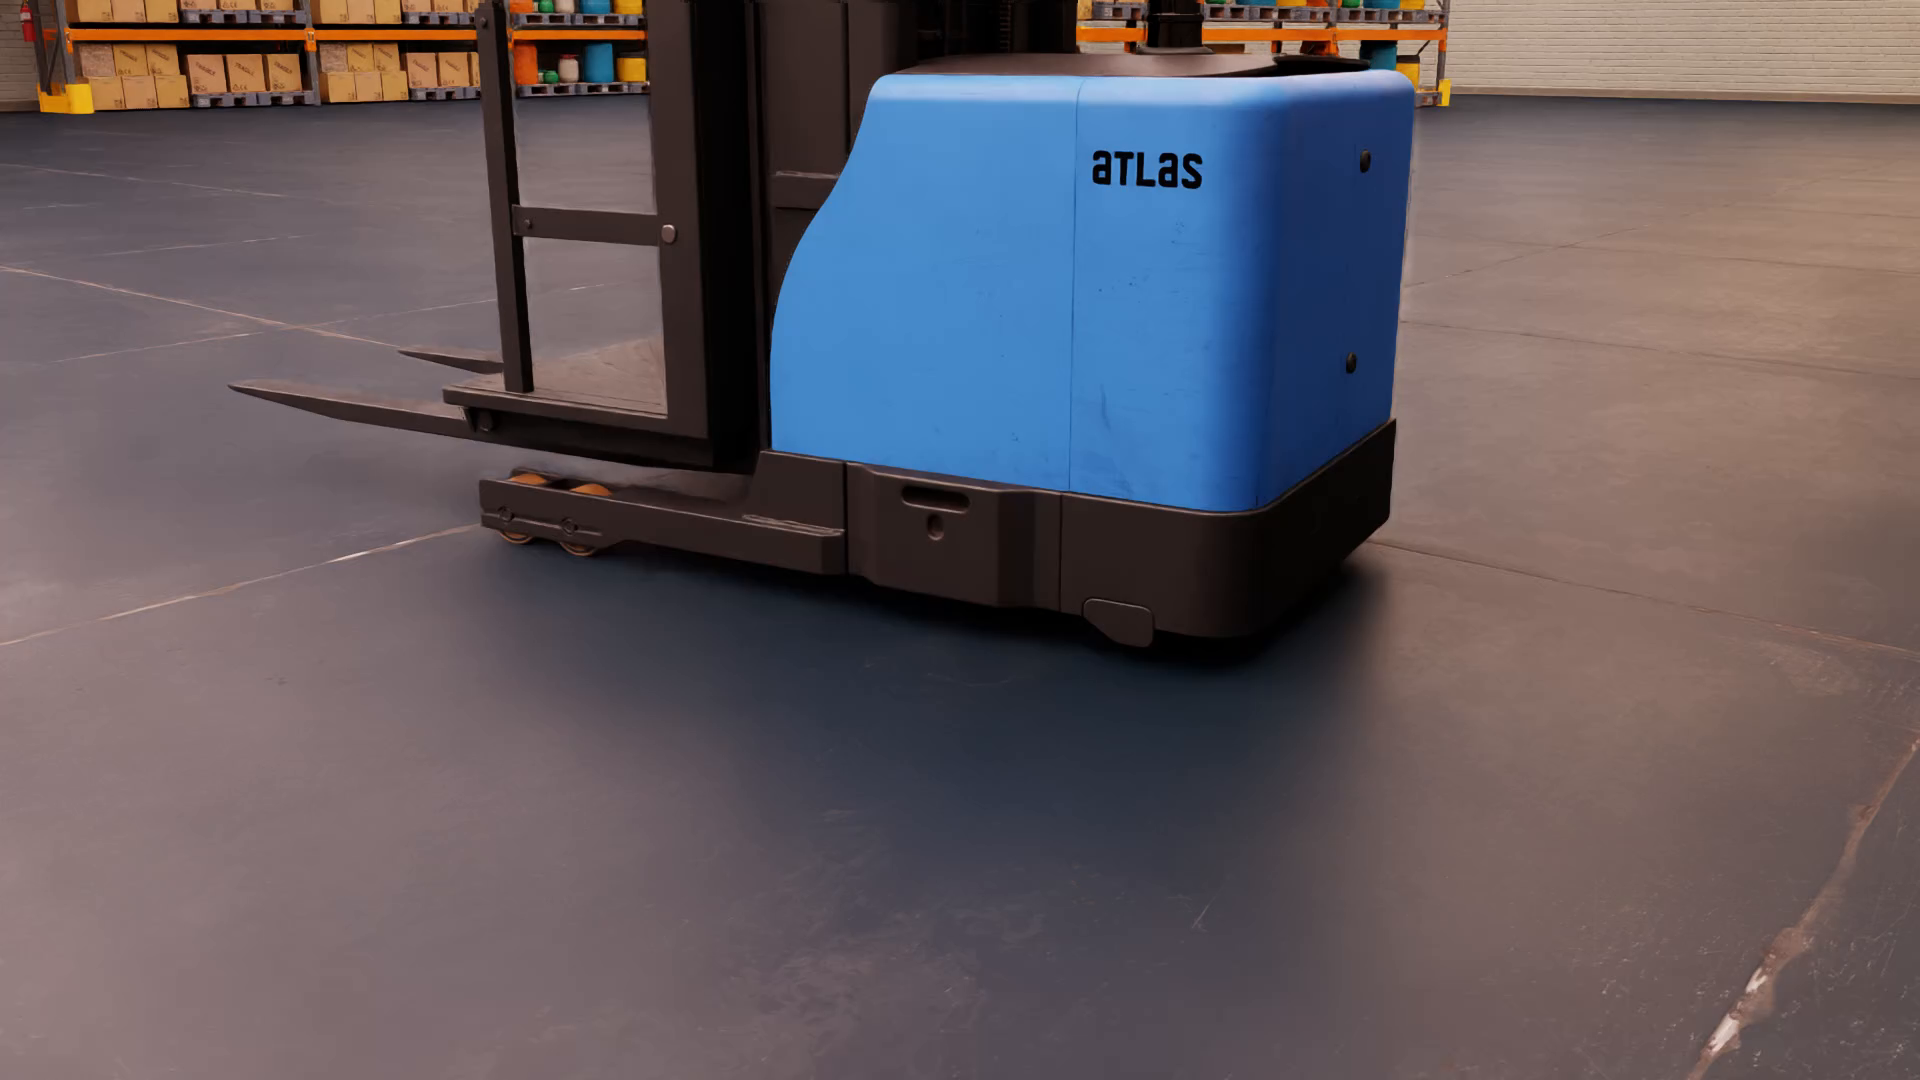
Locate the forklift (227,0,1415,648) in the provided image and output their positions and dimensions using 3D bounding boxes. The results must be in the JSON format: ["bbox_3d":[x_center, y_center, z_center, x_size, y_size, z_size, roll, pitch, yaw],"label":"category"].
[{"bbox_3d":[-0.540,-1.487,3.794,3.031,2.935,1.130,9,19,28],"label":"forklift"}]
